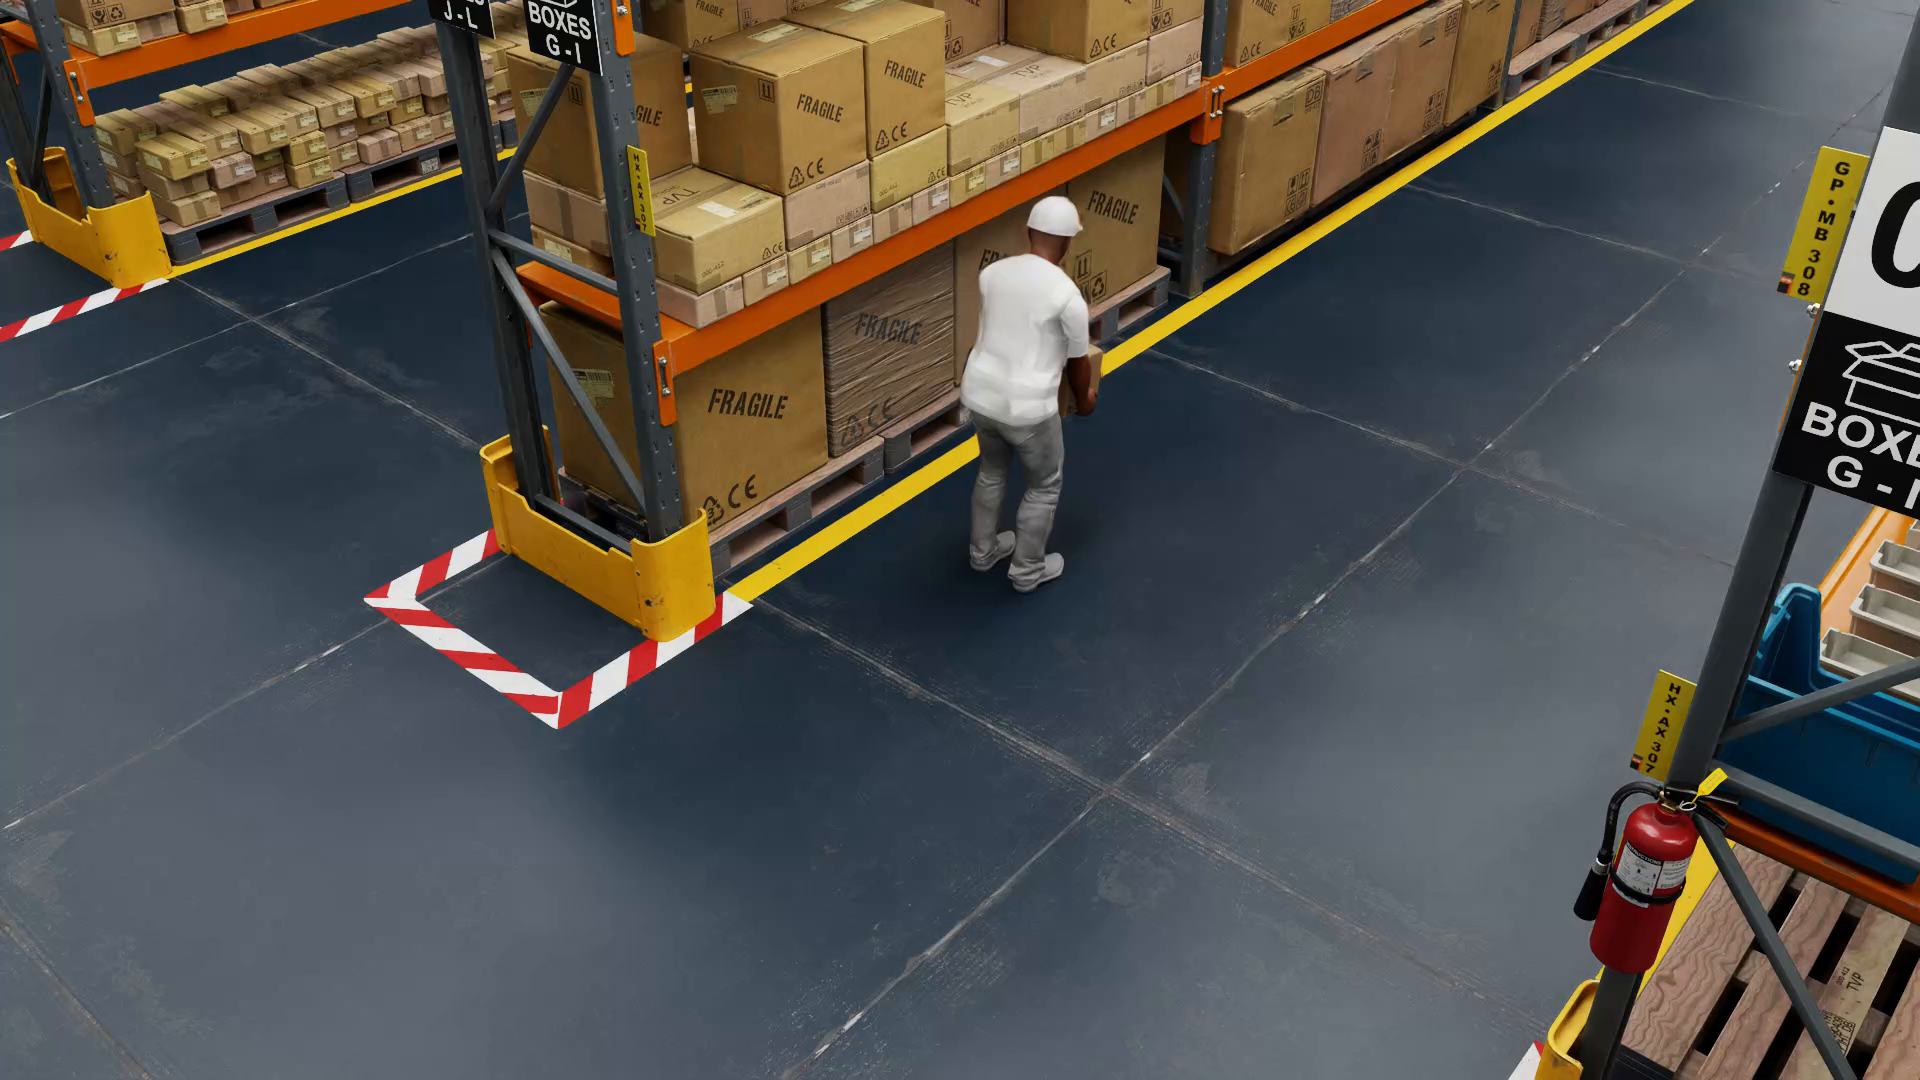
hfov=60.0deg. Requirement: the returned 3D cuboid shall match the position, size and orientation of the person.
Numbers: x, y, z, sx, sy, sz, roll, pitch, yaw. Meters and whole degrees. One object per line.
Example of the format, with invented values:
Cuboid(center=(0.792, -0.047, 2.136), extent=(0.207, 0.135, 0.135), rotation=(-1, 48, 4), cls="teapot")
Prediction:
Cuboid(center=(0.289, -0.617, 7.071), extent=(0.495, 1.697, 0.625), rotation=(25, 42, 31), cls="person")
